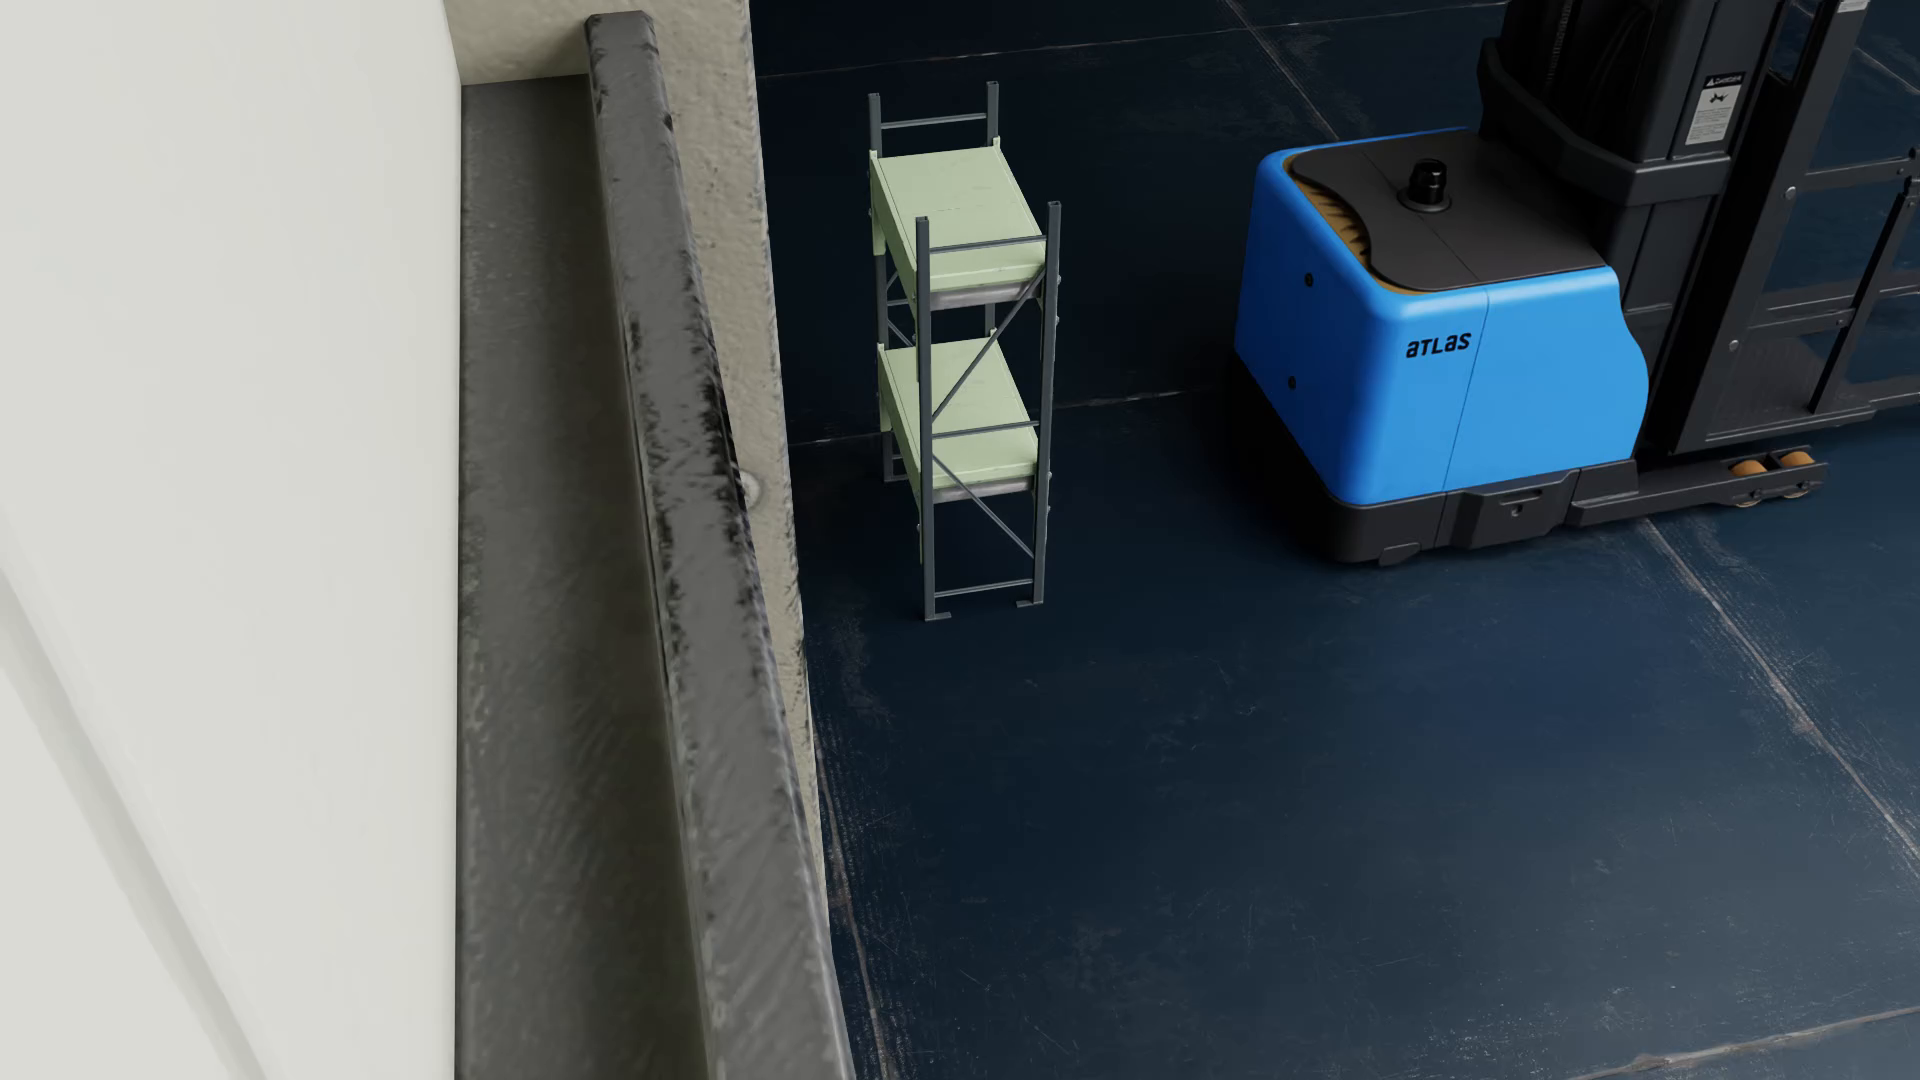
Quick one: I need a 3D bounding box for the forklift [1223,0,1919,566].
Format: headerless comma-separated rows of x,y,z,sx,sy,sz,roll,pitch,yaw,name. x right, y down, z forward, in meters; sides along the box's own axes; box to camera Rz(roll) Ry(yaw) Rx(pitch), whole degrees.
2.560,-1.542,5.280,3.031,2.935,1.130,-10,43,-11,forklift

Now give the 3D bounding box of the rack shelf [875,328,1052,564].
-0.001,-0.321,5.473,0.431,0.370,0.720,-8,42,-9,rack shelf

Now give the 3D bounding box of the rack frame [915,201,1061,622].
0.078,-0.328,4.990,0.400,1.500,0.023,-8,42,-9,rack frame

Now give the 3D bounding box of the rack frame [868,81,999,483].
-0.080,-0.802,5.524,0.400,1.500,0.023,-8,42,-9,rack frame

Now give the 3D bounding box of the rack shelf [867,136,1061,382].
-0.001,-0.857,4.998,0.431,0.370,0.720,-8,42,-9,rack shelf

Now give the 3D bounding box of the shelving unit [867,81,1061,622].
-0.001,-0.565,5.257,0.431,1.500,0.755,-8,42,-9,shelving unit
